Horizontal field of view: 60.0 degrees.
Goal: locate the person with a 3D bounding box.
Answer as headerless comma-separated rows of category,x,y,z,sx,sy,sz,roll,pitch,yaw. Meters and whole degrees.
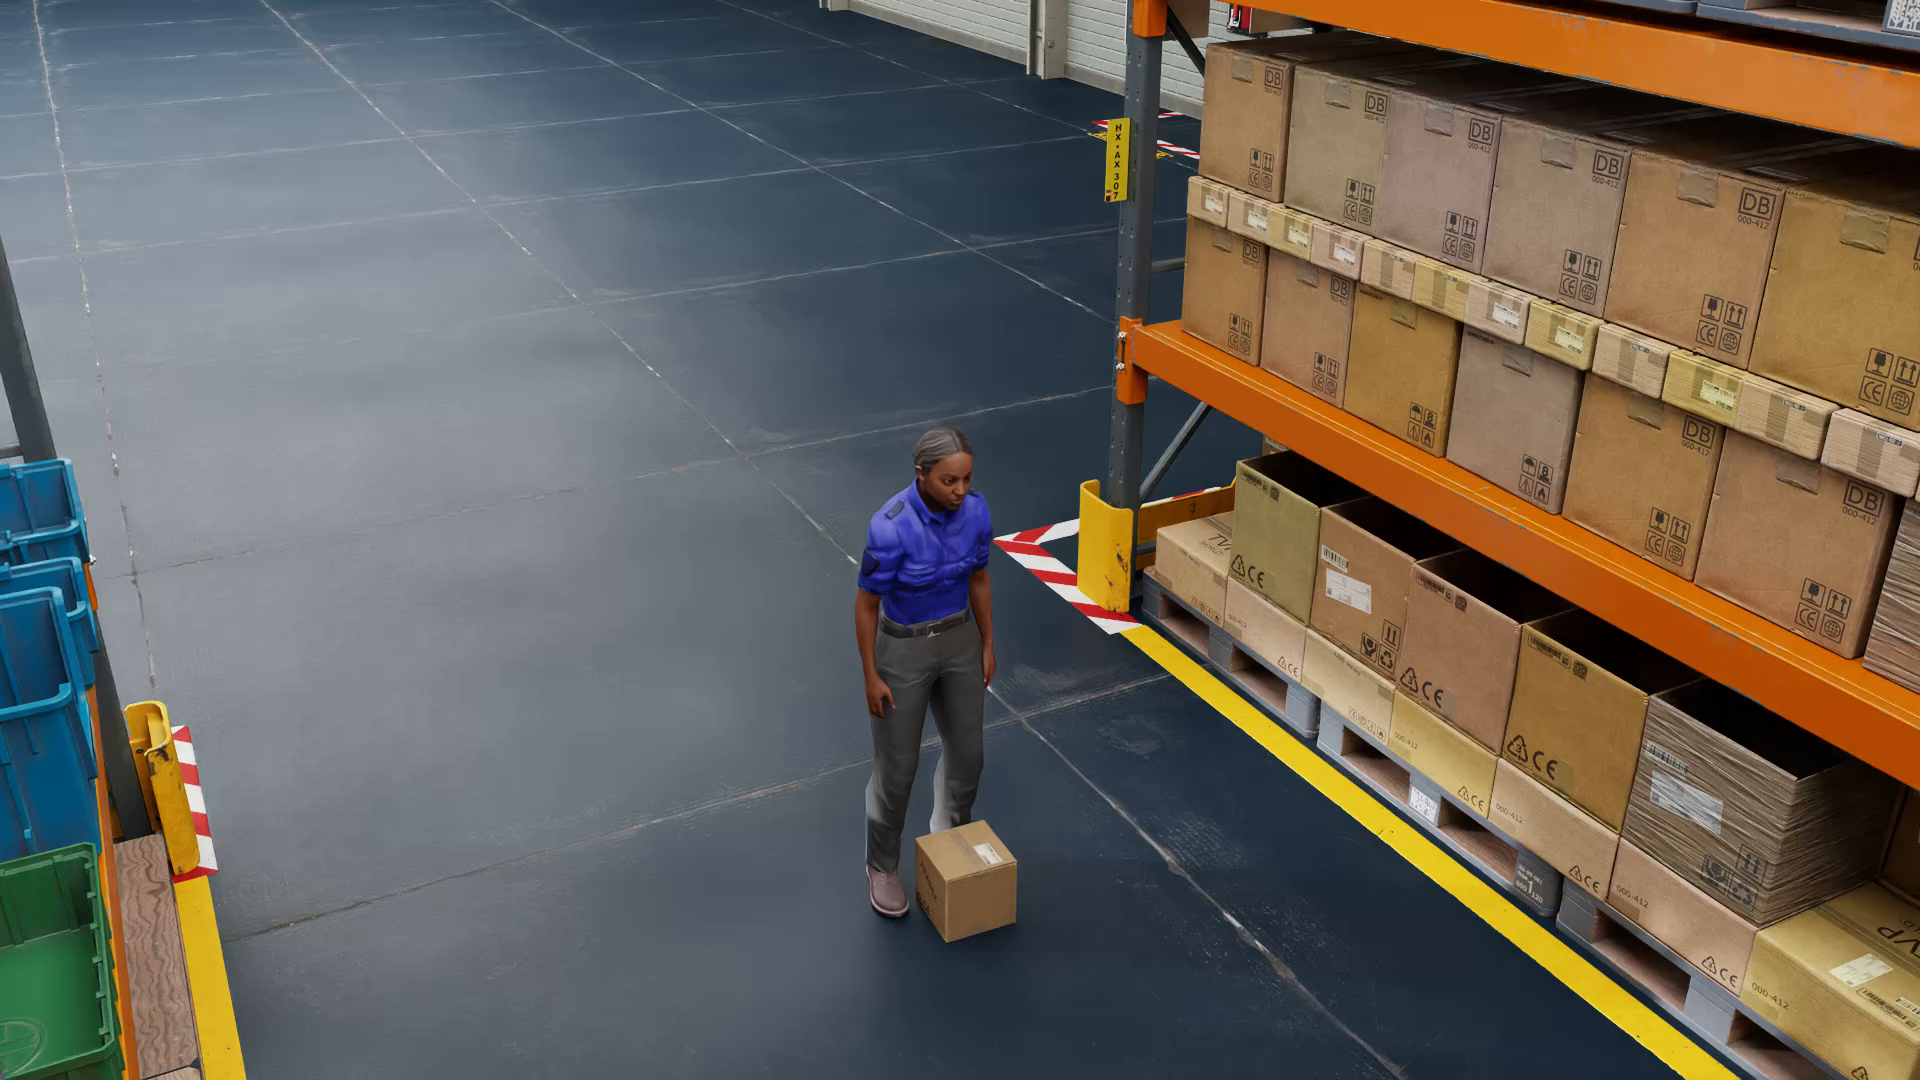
person,-0.104,0.390,5.307,0.513,1.653,0.348,-14,29,-27
